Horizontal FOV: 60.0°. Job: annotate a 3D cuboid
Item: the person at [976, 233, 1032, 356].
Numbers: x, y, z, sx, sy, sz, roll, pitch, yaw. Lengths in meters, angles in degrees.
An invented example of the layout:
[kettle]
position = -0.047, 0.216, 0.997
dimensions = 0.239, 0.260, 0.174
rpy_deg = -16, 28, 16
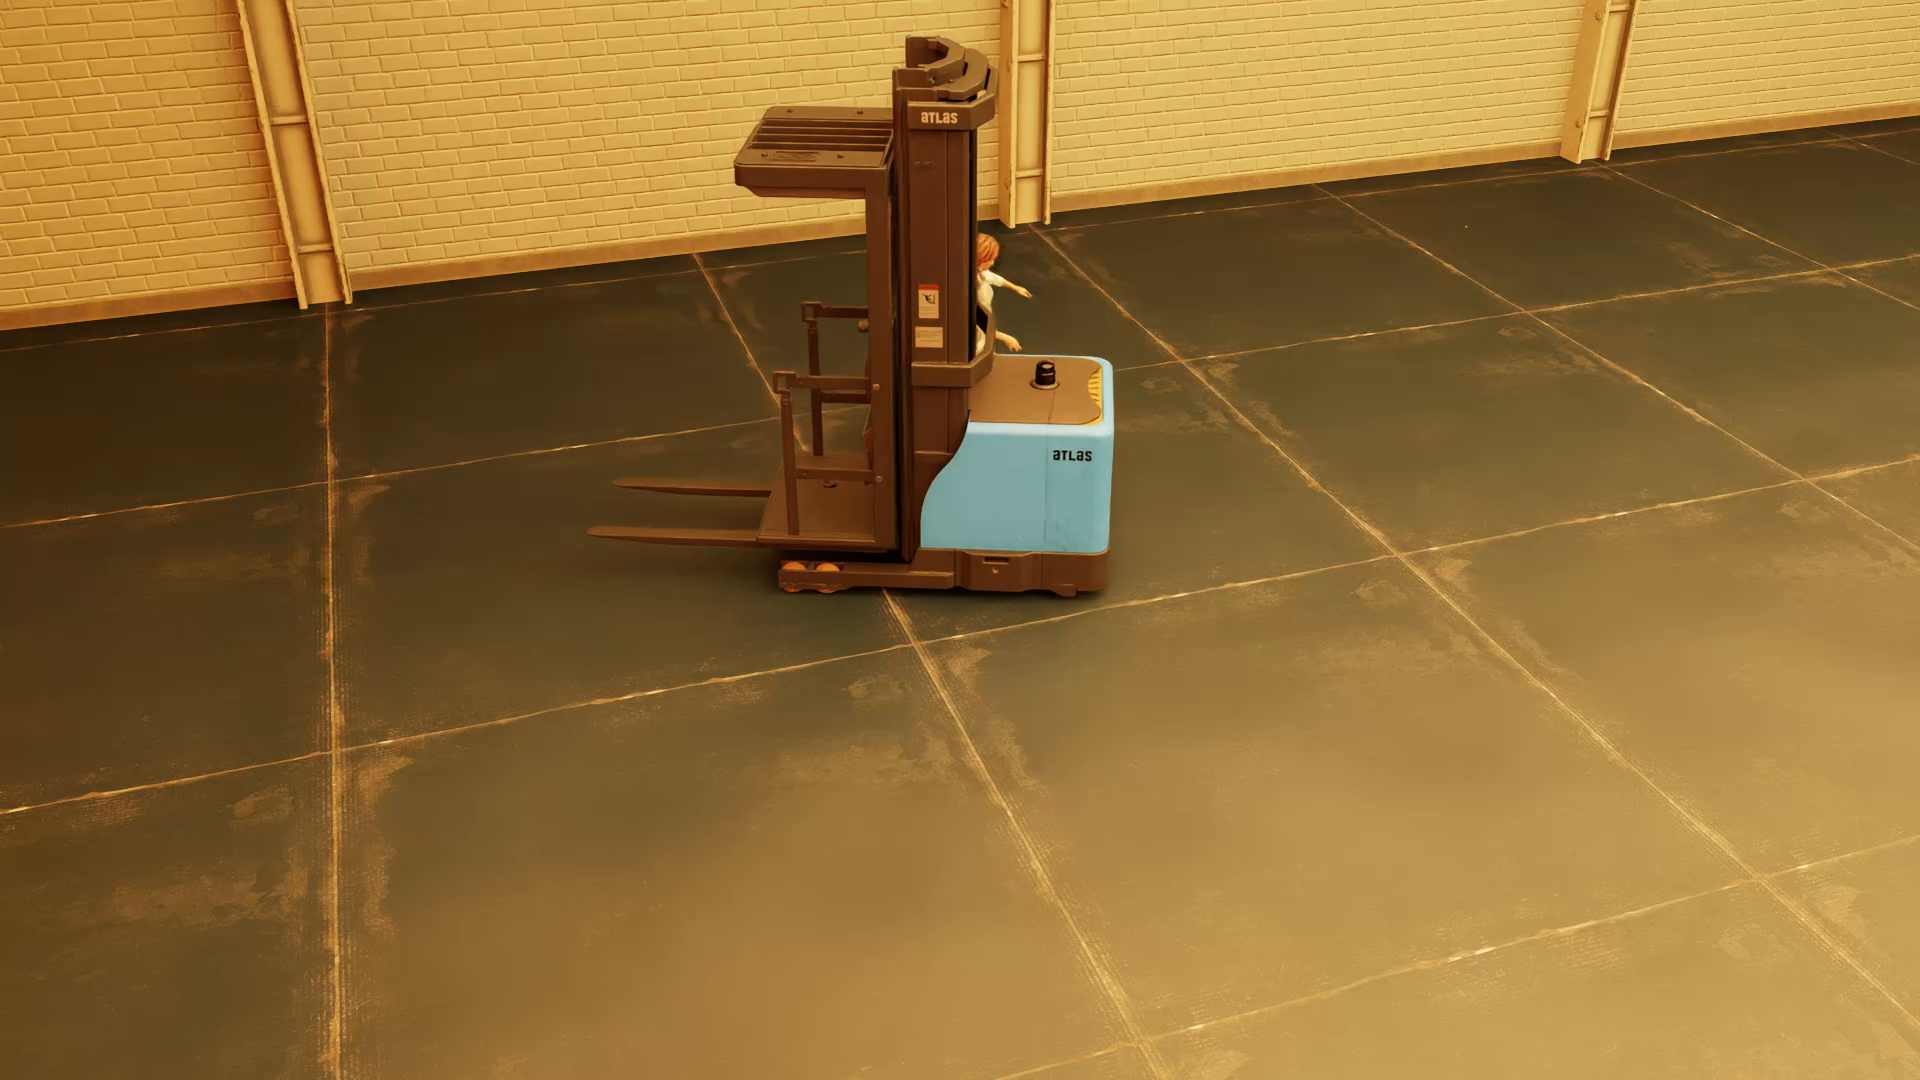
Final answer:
[person]
position = 0.204, -1.345, 10.948
dimensions = 0.907, 1.418, 0.991
rpy_deg = 2, 30, 3

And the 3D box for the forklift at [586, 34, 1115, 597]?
[forklift]
position = -0.637, -1.228, 9.221
dimensions = 3.031, 2.935, 1.130
rpy_deg = 2, 30, 3
